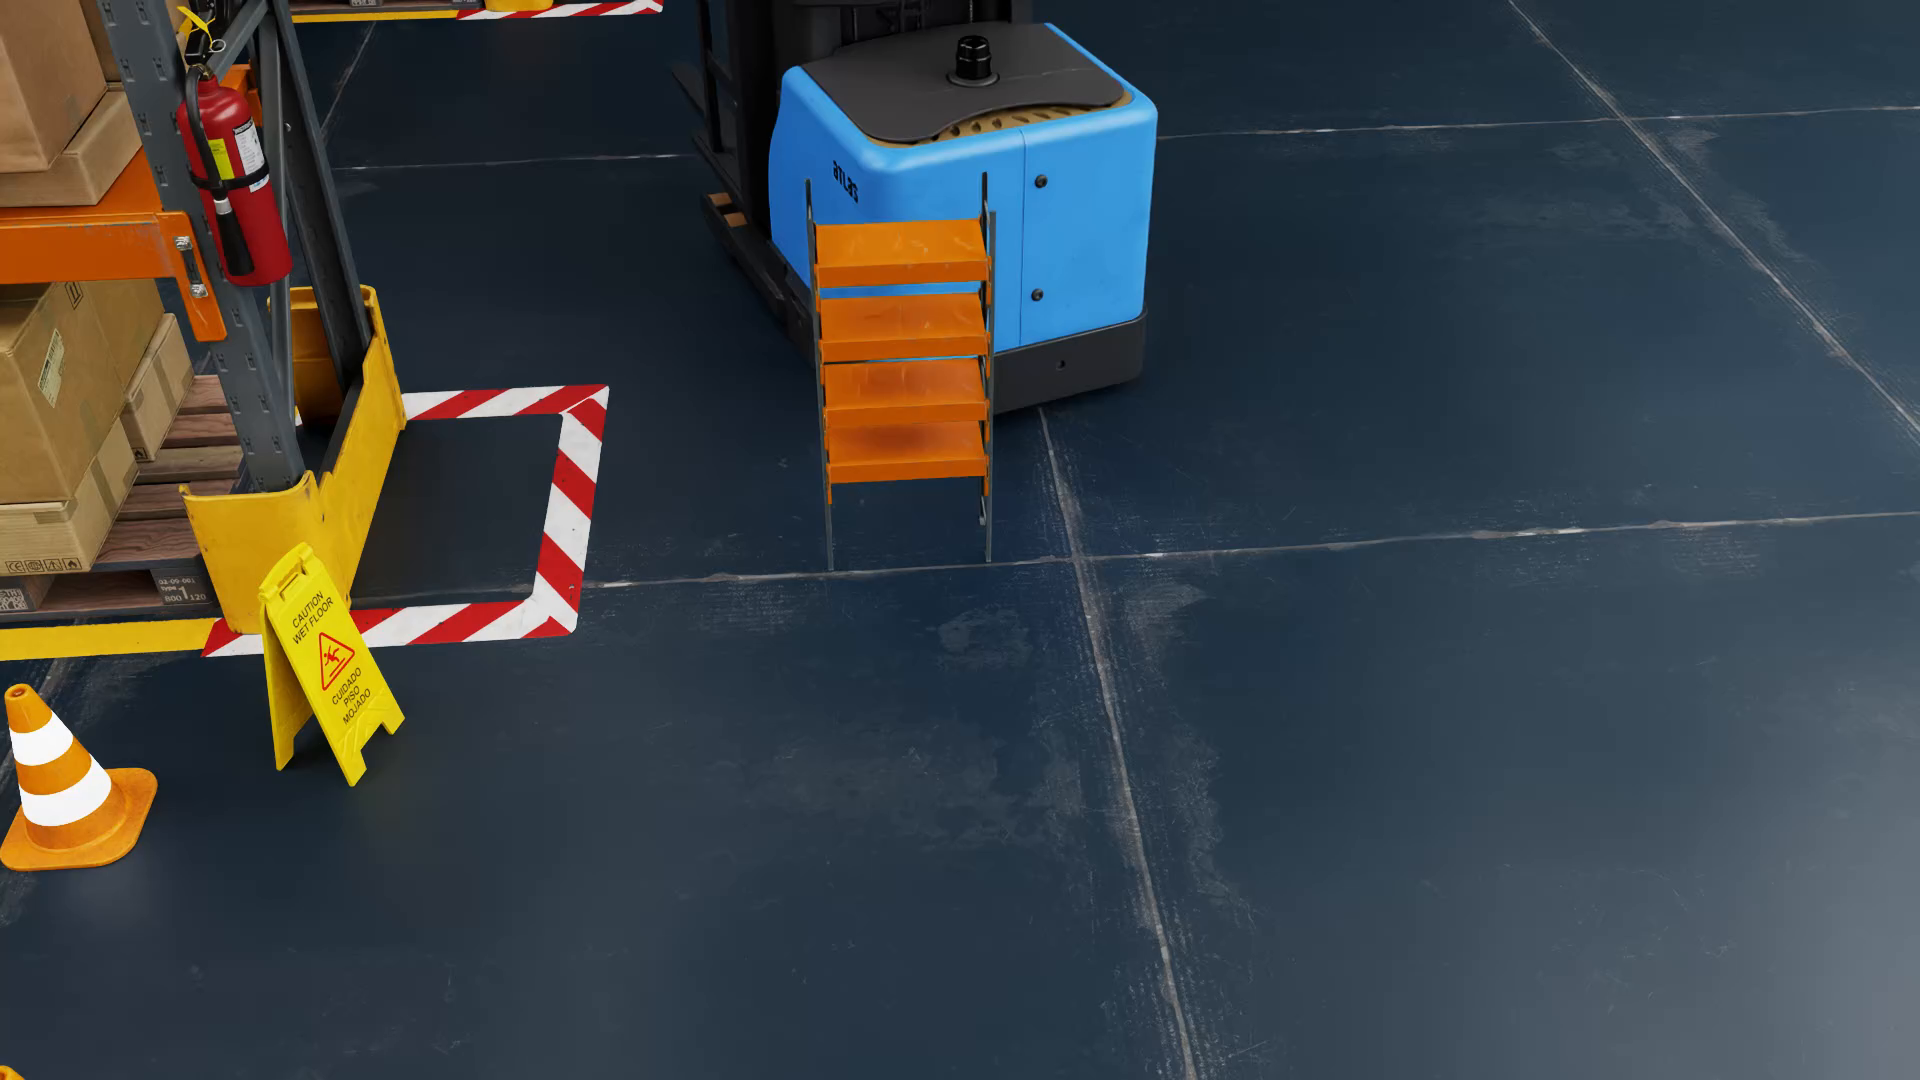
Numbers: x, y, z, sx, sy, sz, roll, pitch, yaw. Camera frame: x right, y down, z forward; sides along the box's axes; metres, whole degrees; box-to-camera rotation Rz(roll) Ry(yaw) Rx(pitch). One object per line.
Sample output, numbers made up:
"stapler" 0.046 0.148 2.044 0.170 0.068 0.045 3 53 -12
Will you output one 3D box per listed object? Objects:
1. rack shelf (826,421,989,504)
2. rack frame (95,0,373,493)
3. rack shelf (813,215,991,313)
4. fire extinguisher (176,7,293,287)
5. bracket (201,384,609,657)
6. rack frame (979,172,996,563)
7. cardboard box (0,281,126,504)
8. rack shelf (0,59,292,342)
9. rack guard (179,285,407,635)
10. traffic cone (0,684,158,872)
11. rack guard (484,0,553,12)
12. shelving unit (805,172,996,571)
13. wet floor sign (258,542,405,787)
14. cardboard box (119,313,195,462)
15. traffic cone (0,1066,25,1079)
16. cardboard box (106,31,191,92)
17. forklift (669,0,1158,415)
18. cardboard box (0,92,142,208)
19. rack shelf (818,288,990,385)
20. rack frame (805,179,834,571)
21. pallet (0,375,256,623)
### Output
"rack shelf" -0.165 -0.253 5.032 0.480 0.148 0.258 -3 38 -4
"rack frame" -1.972 -1.269 4.436 0.127 3.000 1.000 -3 38 -4
"rack shelf" -0.165 -0.770 4.623 0.480 0.148 0.258 -3 38 -4
"fire extinguisher" -1.818 -0.960 4.108 0.183 0.674 0.296 -3 38 -4
"bracket" -1.724 -0.110 5.390 1.079 0.001 1.378 -3 38 -4
"rack frame" 0.078 -0.475 4.884 0.015 1.200 0.240 -3 38 -4
"cardboard box" -2.747 -0.444 4.666 0.500 0.500 0.500 -3 38 -4
"rack shelf" -3.964 -0.877 4.520 4.000 0.370 1.077 -3 38 -4
"rack guard" -2.048 -0.283 5.205 0.348 0.500 1.175 -3 38 -4
"traffic cone" -2.286 0.547 4.184 0.334 0.463 0.336 -3 38 -4
"rack guard" -2.392 -3.351 9.094 0.348 0.500 1.175 -3 38 -4
"shelving unit" -0.165 -0.462 4.867 0.503 1.200 0.258 -3 38 -4
"wet floor sign" -1.688 0.305 4.342 0.232 0.644 0.267 9 39 12
"cardboard box" -2.800 -0.481 5.318 0.500 0.250 0.500 -3 38 -4
"traffic cone" -1.849 1.213 3.339 0.334 0.463 0.336 -3 38 -4
"cardboard box" -2.329 -1.279 4.652 0.250 0.149 0.380 -3 38 -4
"forklift" -0.413 -2.401 5.927 1.130 2.935 3.031 -15 41 -19
"cardboard box" -2.326 -1.018 4.321 0.250 0.149 0.380 -2 38 -2
"rack shelf" -0.165 -0.585 4.770 0.480 0.148 0.258 -3 38 -4
"rack frame" -0.408 -0.449 4.850 0.015 1.200 0.240 -3 38 -4
"pallet" -2.860 -0.147 5.266 1.213 0.211 1.003 -3 38 -4
